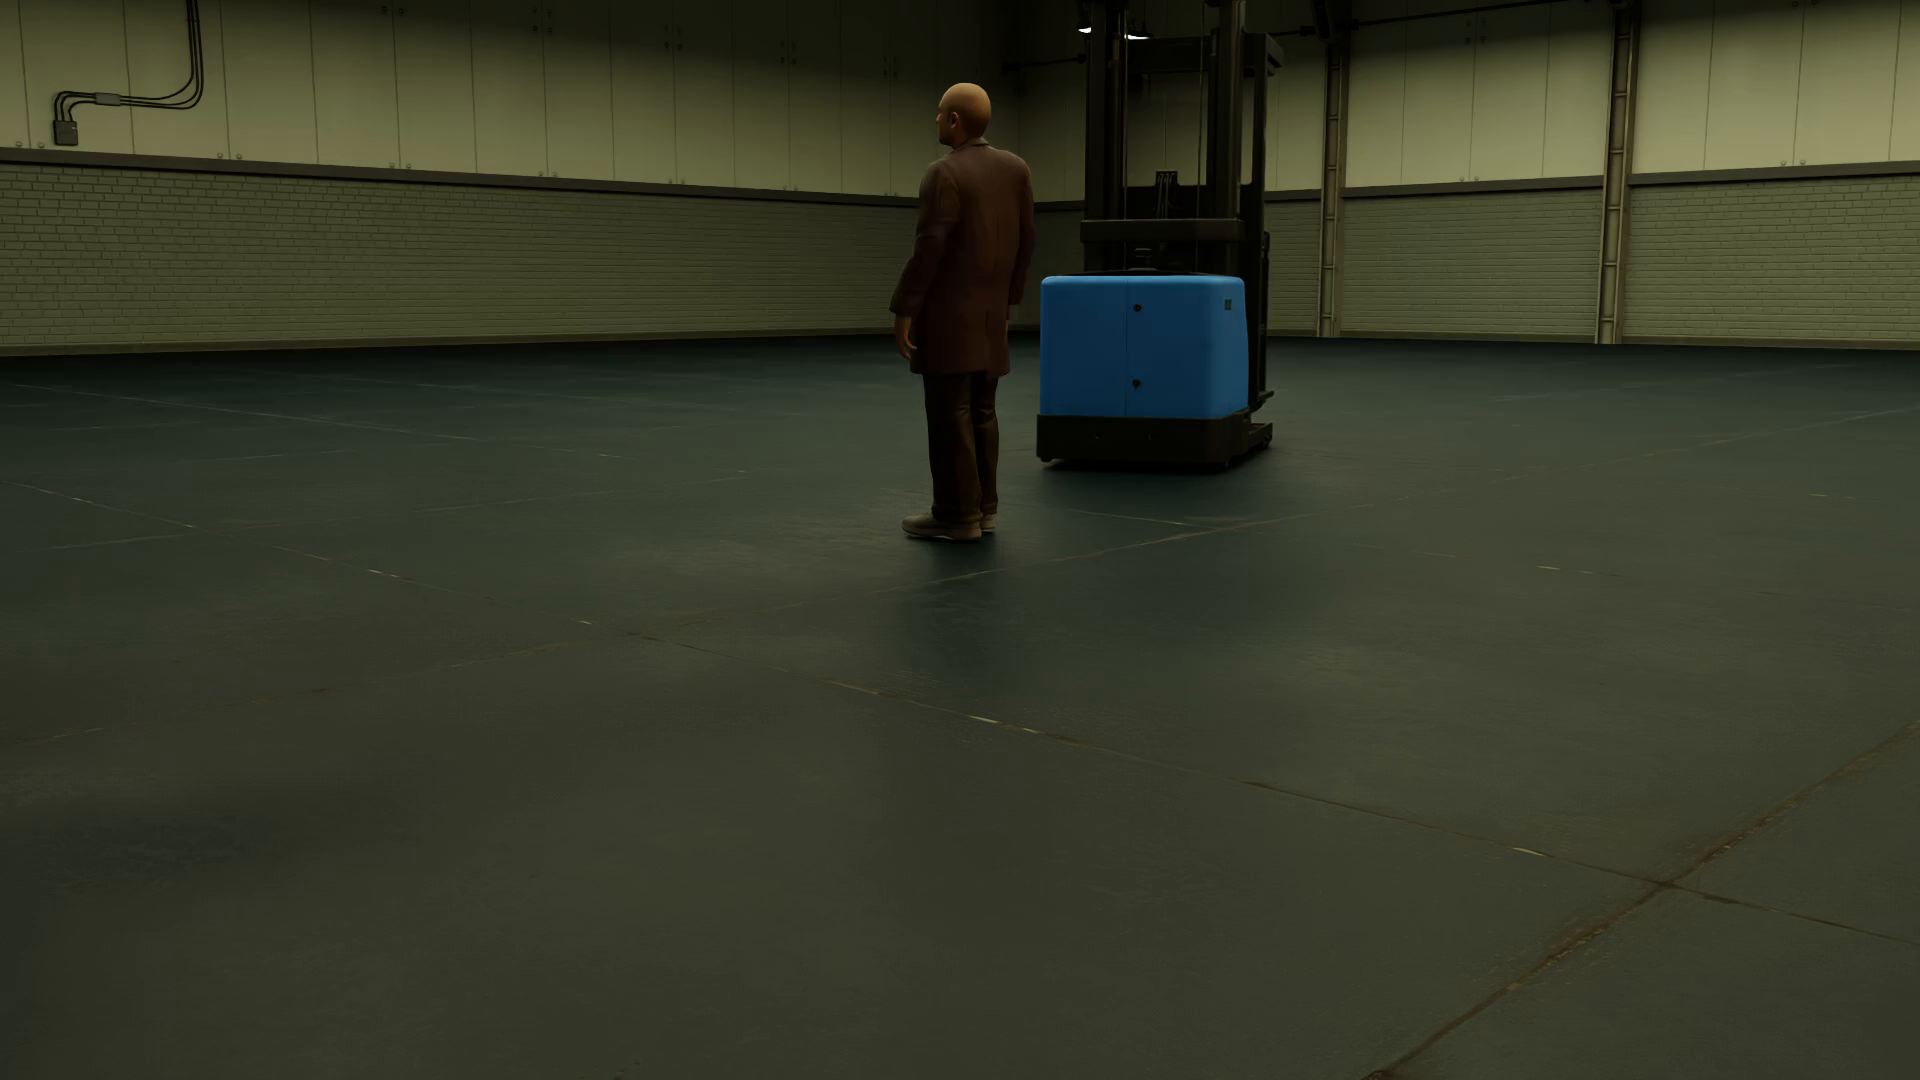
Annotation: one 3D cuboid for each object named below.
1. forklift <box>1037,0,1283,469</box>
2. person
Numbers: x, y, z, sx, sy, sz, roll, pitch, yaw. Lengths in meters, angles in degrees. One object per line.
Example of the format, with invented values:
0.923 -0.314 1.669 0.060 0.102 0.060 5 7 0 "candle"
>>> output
1.374 -2.027 10.335 1.130 2.935 3.031 3 9 18 "forklift"
-0.062 -0.896 6.650 0.582 1.775 0.696 8 12 43 "person"
